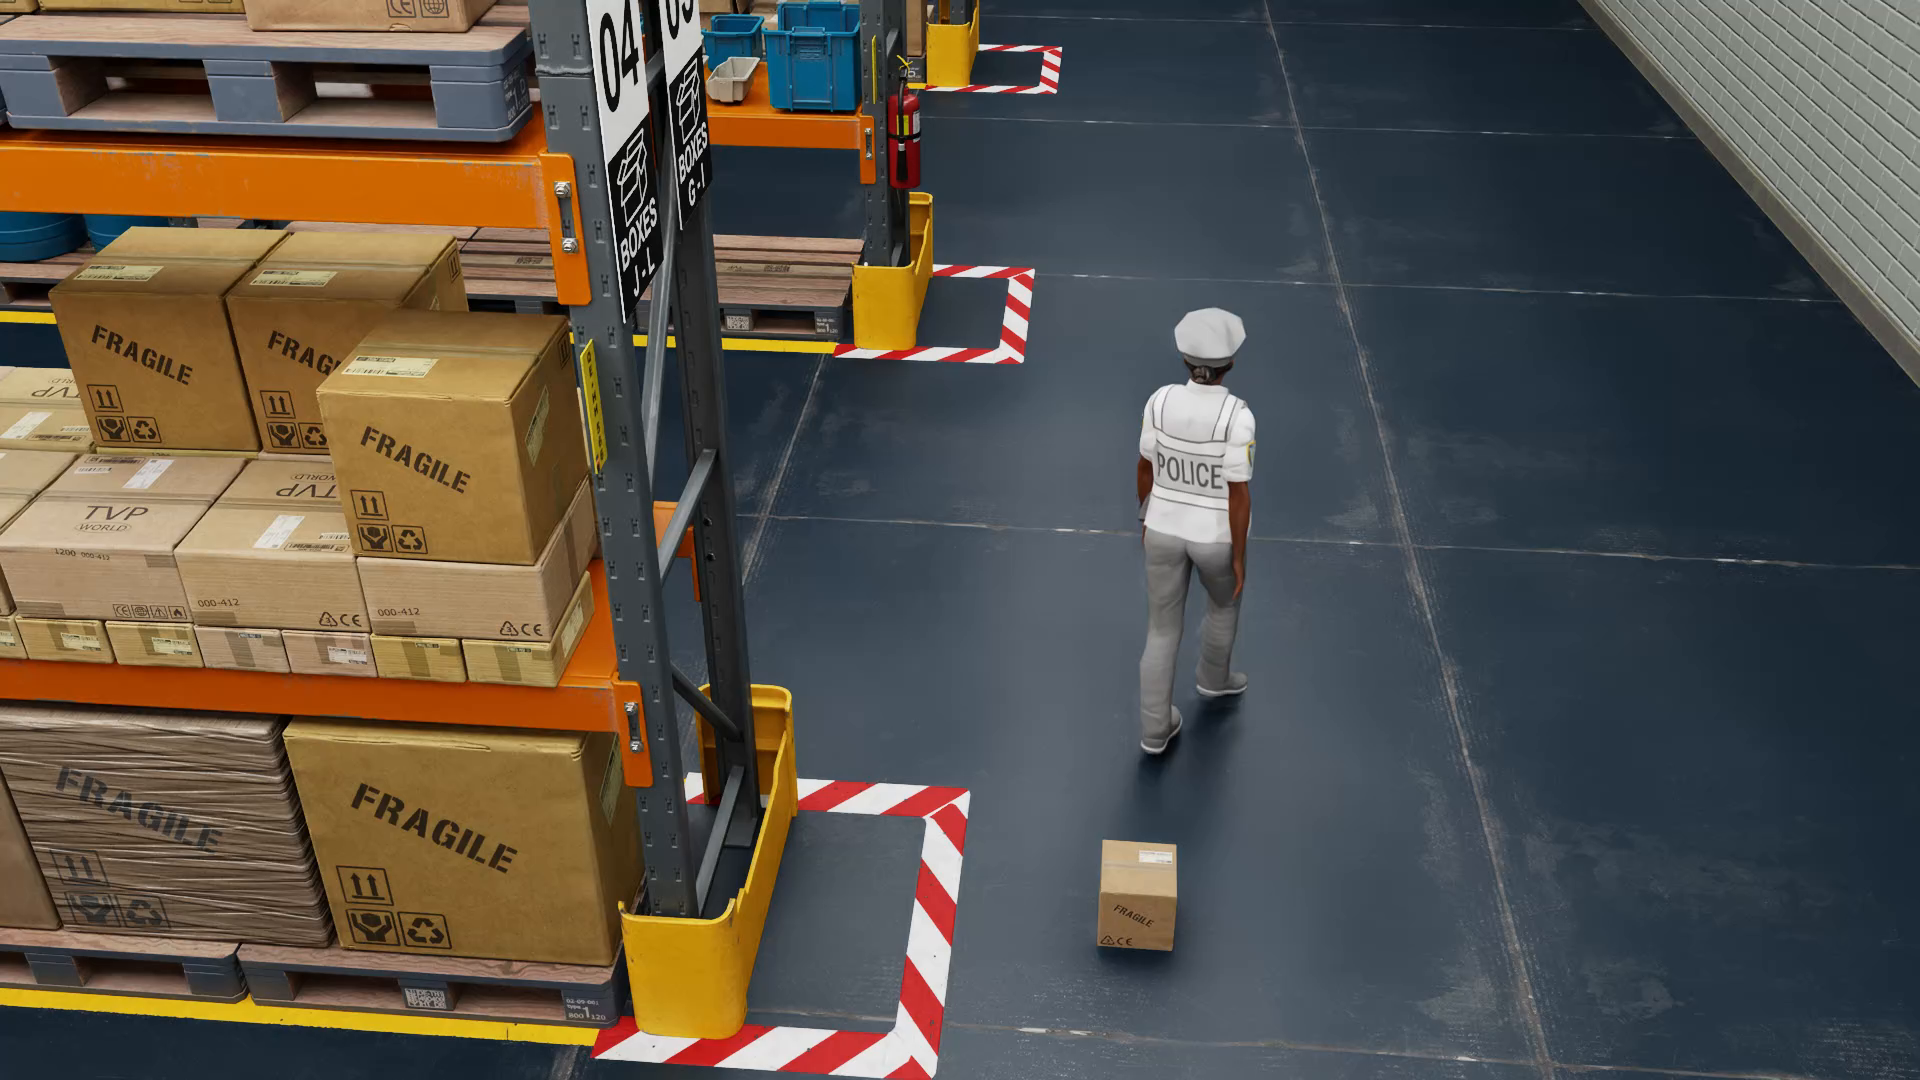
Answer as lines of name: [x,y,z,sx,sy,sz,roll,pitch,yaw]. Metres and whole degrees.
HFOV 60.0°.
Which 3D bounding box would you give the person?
person: [0.858,-0.010,6.160,0.476,1.701,0.697,12,34,19]
